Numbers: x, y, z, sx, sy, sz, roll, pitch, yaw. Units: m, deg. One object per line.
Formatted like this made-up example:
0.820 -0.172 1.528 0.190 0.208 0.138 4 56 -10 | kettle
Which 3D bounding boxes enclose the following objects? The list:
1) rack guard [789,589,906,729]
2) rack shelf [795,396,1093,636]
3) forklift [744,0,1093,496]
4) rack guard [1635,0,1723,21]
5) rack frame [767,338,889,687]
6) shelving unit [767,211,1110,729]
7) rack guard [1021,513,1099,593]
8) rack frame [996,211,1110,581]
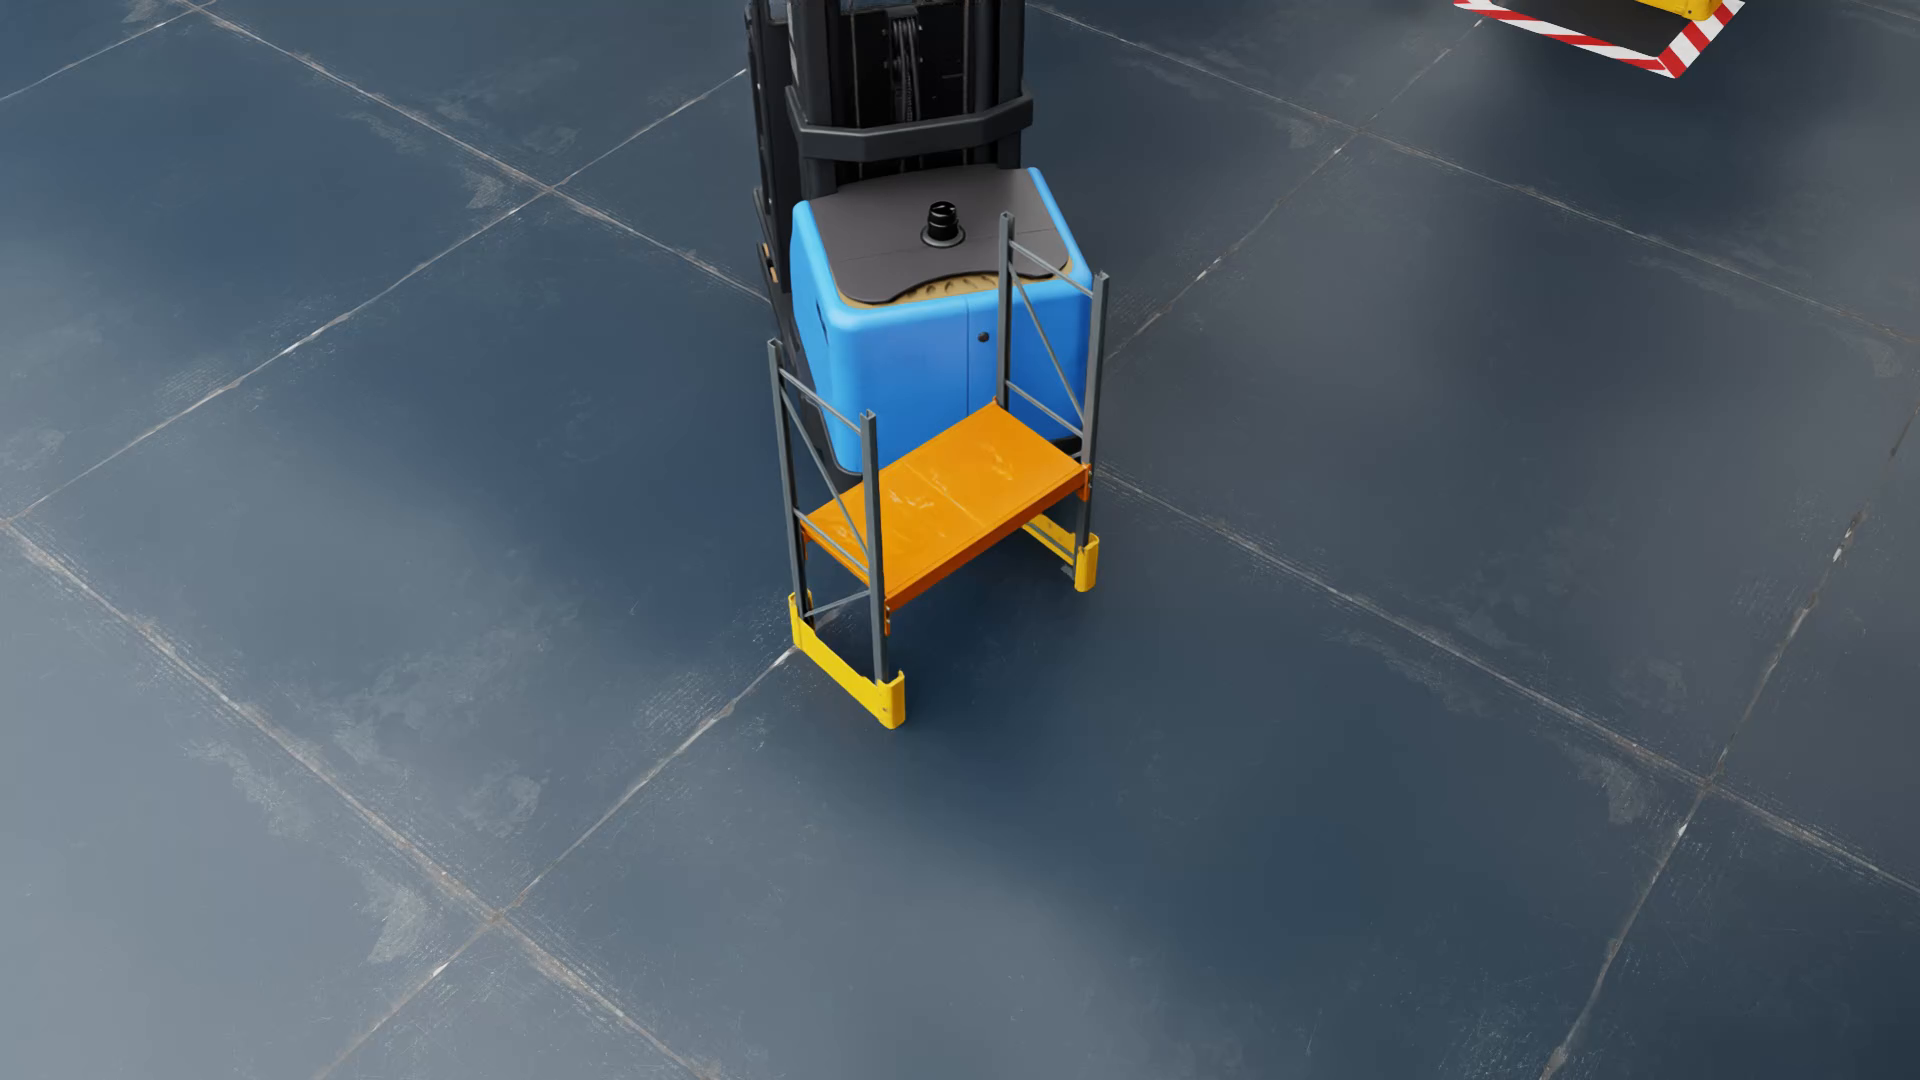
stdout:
-0.419 0.437 6.160 0.087 0.250 0.587 -33 55 -28 | rack guard
-0.058 -0.109 6.066 1.000 0.185 0.538 -33 55 -28 | rack shelf
-0.341 -2.191 6.816 1.130 2.935 3.031 -10 47 -10 | forklift
3.935 -3.511 9.758 1.175 0.500 0.348 29 53 25 | rack guard
4.612 -4.865 10.152 16.391 1.800 3.443 -33 55 -28 | rack frame
4.624 -4.851 10.139 16.400 1.800 3.486 -33 55 -28 | shelving unit
0.316 -0.049 6.624 0.087 0.250 0.587 -33 55 -28 | rack guard
0.317 -0.482 6.173 0.032 1.500 0.500 -33 55 -28 | rack frame
